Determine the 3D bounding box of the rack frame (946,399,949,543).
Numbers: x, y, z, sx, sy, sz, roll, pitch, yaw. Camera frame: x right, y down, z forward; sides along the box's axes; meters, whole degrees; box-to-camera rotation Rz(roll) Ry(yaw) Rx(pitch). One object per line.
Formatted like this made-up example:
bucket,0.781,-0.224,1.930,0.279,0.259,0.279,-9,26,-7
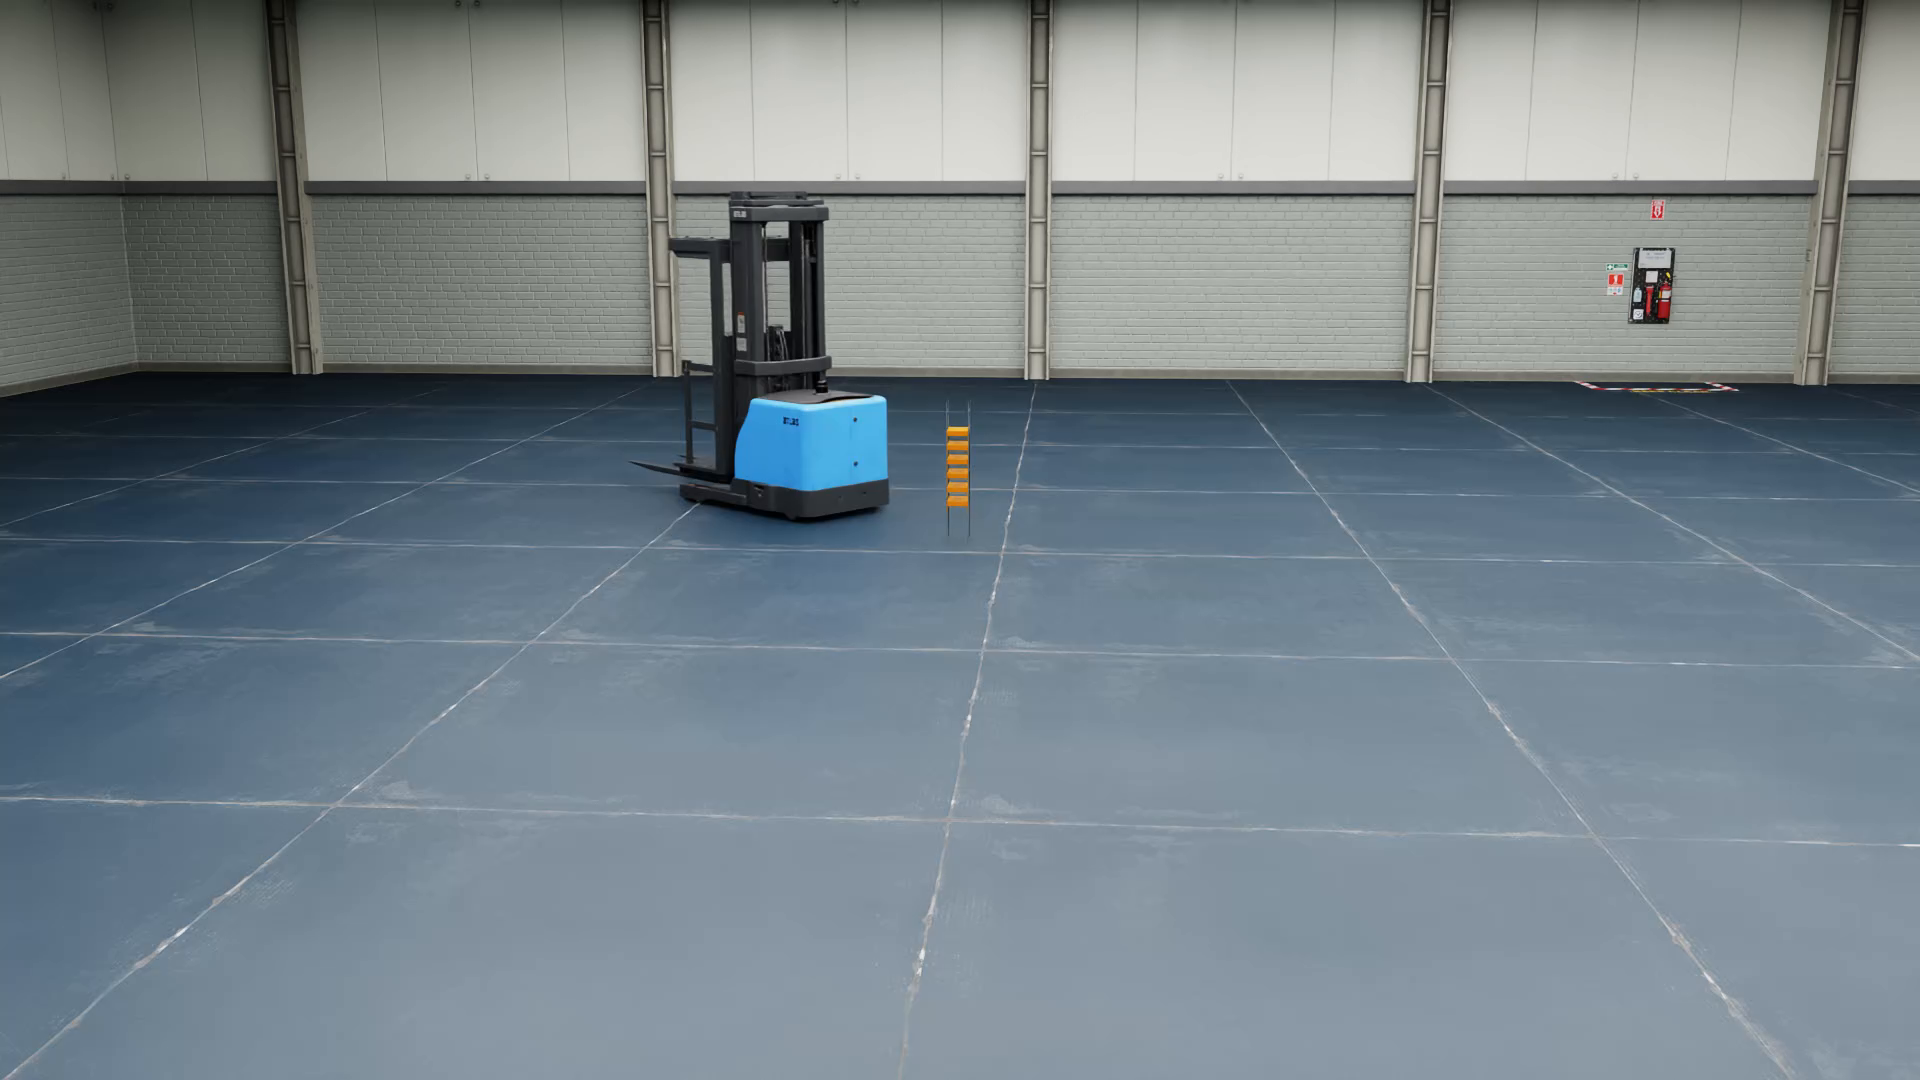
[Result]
rack frame,-0.106,-0.589,14.152,0.006,1.200,0.240,1,12,4

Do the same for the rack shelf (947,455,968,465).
rack shelf,-0.014,-0.661,14.131,0.180,0.103,0.258,1,12,4

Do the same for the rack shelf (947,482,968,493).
rack shelf,-0.014,-0.427,14.180,0.180,0.103,0.258,1,12,4

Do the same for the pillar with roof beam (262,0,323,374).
pillar with roof beam,-11.030,-6.274,22.285,0.400,9.000,9.100,1,12,4

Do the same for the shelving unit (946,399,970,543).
shelving unit,-0.014,-0.587,14.146,0.189,1.200,0.258,1,12,4

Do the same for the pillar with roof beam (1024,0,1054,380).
pillar with roof beam,0.943,-6.110,21.500,0.400,9.000,9.100,1,12,4

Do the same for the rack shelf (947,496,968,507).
rack shelf,-0.014,-0.309,14.204,0.180,0.103,0.258,1,12,4

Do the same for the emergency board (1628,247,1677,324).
emergency board,10.741,-3.931,25.733,0.643,1.169,0.194,1,12,4

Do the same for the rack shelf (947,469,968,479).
rack shelf,-0.014,-0.544,14.155,0.180,0.103,0.258,1,12,4

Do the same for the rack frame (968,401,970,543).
rack frame,0.077,-0.586,14.140,0.006,1.200,0.240,1,12,4

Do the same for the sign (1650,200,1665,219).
sign,10.739,-5.086,25.593,0.199,0.298,0.001,1,12,4

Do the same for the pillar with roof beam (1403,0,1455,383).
pillar with roof beam,6.930,-6.028,21.107,0.400,9.000,9.100,1,12,4

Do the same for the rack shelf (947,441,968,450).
rack shelf,-0.014,-0.779,14.106,0.180,0.103,0.258,1,12,4

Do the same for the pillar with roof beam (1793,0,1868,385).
pillar with roof beam,12.916,-5.946,20.715,0.400,9.000,9.100,1,12,4

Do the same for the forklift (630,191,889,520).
forklift,-2.065,-1.851,15.957,3.031,2.935,1.130,11,16,43

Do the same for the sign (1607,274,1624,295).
sign,10.196,-3.977,25.866,0.234,0.329,0.001,1,12,4

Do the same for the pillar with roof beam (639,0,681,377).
pillar with roof beam,-5.043,-6.192,21.892,0.400,9.000,9.100,1,12,4

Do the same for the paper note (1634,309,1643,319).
paper note,10.569,-3.516,25.902,0.142,0.148,0.016,1,12,4

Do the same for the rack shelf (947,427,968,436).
rack shelf,-0.014,-0.896,14.082,0.180,0.103,0.258,1,12,4

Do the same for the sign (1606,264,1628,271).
sign,10.200,-4.234,25.803,0.331,0.109,0.001,1,12,4
